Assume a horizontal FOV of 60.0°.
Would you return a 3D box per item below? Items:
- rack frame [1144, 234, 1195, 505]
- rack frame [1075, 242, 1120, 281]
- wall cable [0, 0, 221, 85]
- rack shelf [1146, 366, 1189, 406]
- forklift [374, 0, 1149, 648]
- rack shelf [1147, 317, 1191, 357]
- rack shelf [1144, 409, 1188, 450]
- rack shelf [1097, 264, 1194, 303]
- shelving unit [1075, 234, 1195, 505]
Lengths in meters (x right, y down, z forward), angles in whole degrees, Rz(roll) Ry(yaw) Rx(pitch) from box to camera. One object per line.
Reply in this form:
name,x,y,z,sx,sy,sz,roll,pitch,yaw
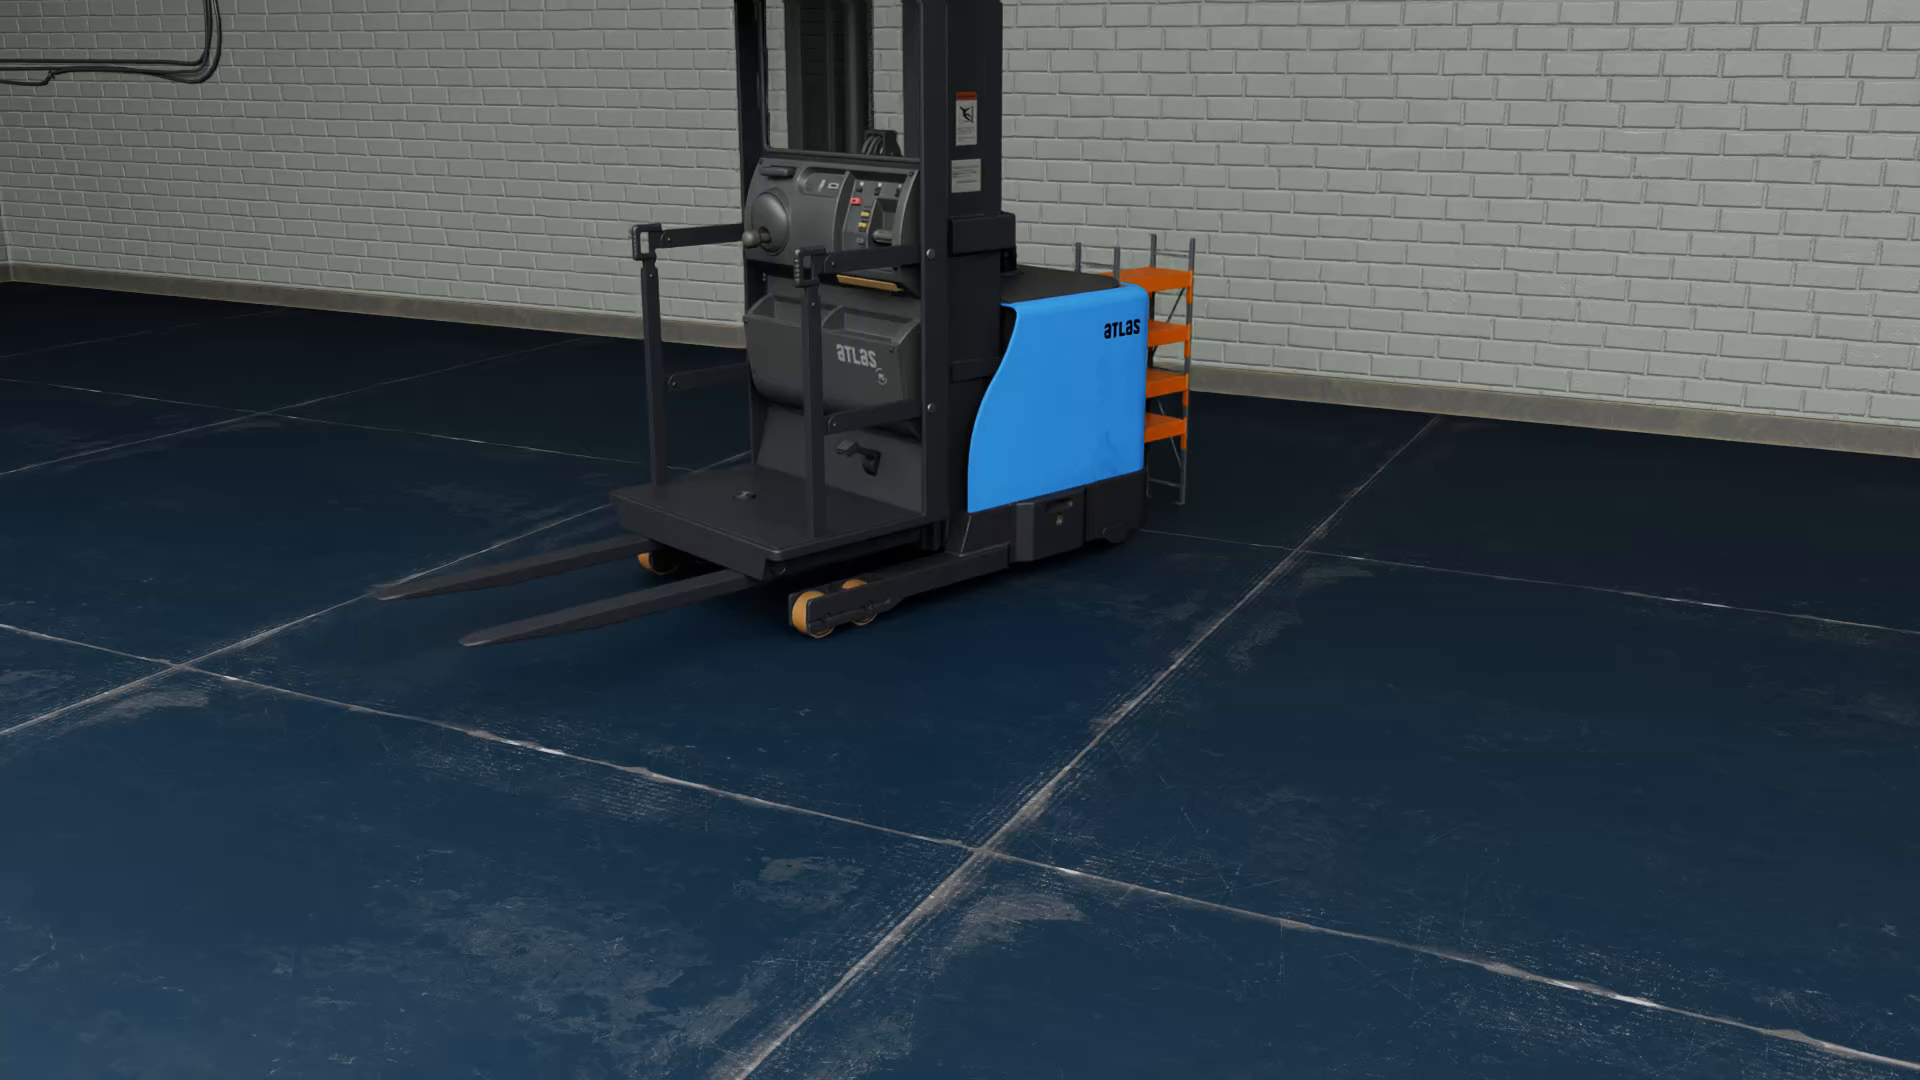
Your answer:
rack frame,0.936,-0.759,7.474,0.015,1.200,0.240,-15,22,-41
rack frame,0.578,-0.665,7.156,0.015,1.200,0.240,-15,22,-41
wall cable,-7.126,-4.933,13.281,3.097,2.526,0.112,8,18,25
rack shelf,0.757,-0.648,7.334,0.480,0.148,0.258,-15,22,-41
forklift,-0.641,-1.226,6.005,3.031,2.935,1.130,-15,22,-41
rack shelf,0.757,-0.862,7.270,0.480,0.148,0.258,-15,22,-41
rack shelf,0.757,-0.457,7.391,0.480,0.148,0.258,-15,22,-41
rack shelf,0.757,-1.089,7.203,0.480,0.148,0.258,-15,22,-41
shelving unit,0.757,-0.712,7.315,0.503,1.200,0.258,-15,22,-41
